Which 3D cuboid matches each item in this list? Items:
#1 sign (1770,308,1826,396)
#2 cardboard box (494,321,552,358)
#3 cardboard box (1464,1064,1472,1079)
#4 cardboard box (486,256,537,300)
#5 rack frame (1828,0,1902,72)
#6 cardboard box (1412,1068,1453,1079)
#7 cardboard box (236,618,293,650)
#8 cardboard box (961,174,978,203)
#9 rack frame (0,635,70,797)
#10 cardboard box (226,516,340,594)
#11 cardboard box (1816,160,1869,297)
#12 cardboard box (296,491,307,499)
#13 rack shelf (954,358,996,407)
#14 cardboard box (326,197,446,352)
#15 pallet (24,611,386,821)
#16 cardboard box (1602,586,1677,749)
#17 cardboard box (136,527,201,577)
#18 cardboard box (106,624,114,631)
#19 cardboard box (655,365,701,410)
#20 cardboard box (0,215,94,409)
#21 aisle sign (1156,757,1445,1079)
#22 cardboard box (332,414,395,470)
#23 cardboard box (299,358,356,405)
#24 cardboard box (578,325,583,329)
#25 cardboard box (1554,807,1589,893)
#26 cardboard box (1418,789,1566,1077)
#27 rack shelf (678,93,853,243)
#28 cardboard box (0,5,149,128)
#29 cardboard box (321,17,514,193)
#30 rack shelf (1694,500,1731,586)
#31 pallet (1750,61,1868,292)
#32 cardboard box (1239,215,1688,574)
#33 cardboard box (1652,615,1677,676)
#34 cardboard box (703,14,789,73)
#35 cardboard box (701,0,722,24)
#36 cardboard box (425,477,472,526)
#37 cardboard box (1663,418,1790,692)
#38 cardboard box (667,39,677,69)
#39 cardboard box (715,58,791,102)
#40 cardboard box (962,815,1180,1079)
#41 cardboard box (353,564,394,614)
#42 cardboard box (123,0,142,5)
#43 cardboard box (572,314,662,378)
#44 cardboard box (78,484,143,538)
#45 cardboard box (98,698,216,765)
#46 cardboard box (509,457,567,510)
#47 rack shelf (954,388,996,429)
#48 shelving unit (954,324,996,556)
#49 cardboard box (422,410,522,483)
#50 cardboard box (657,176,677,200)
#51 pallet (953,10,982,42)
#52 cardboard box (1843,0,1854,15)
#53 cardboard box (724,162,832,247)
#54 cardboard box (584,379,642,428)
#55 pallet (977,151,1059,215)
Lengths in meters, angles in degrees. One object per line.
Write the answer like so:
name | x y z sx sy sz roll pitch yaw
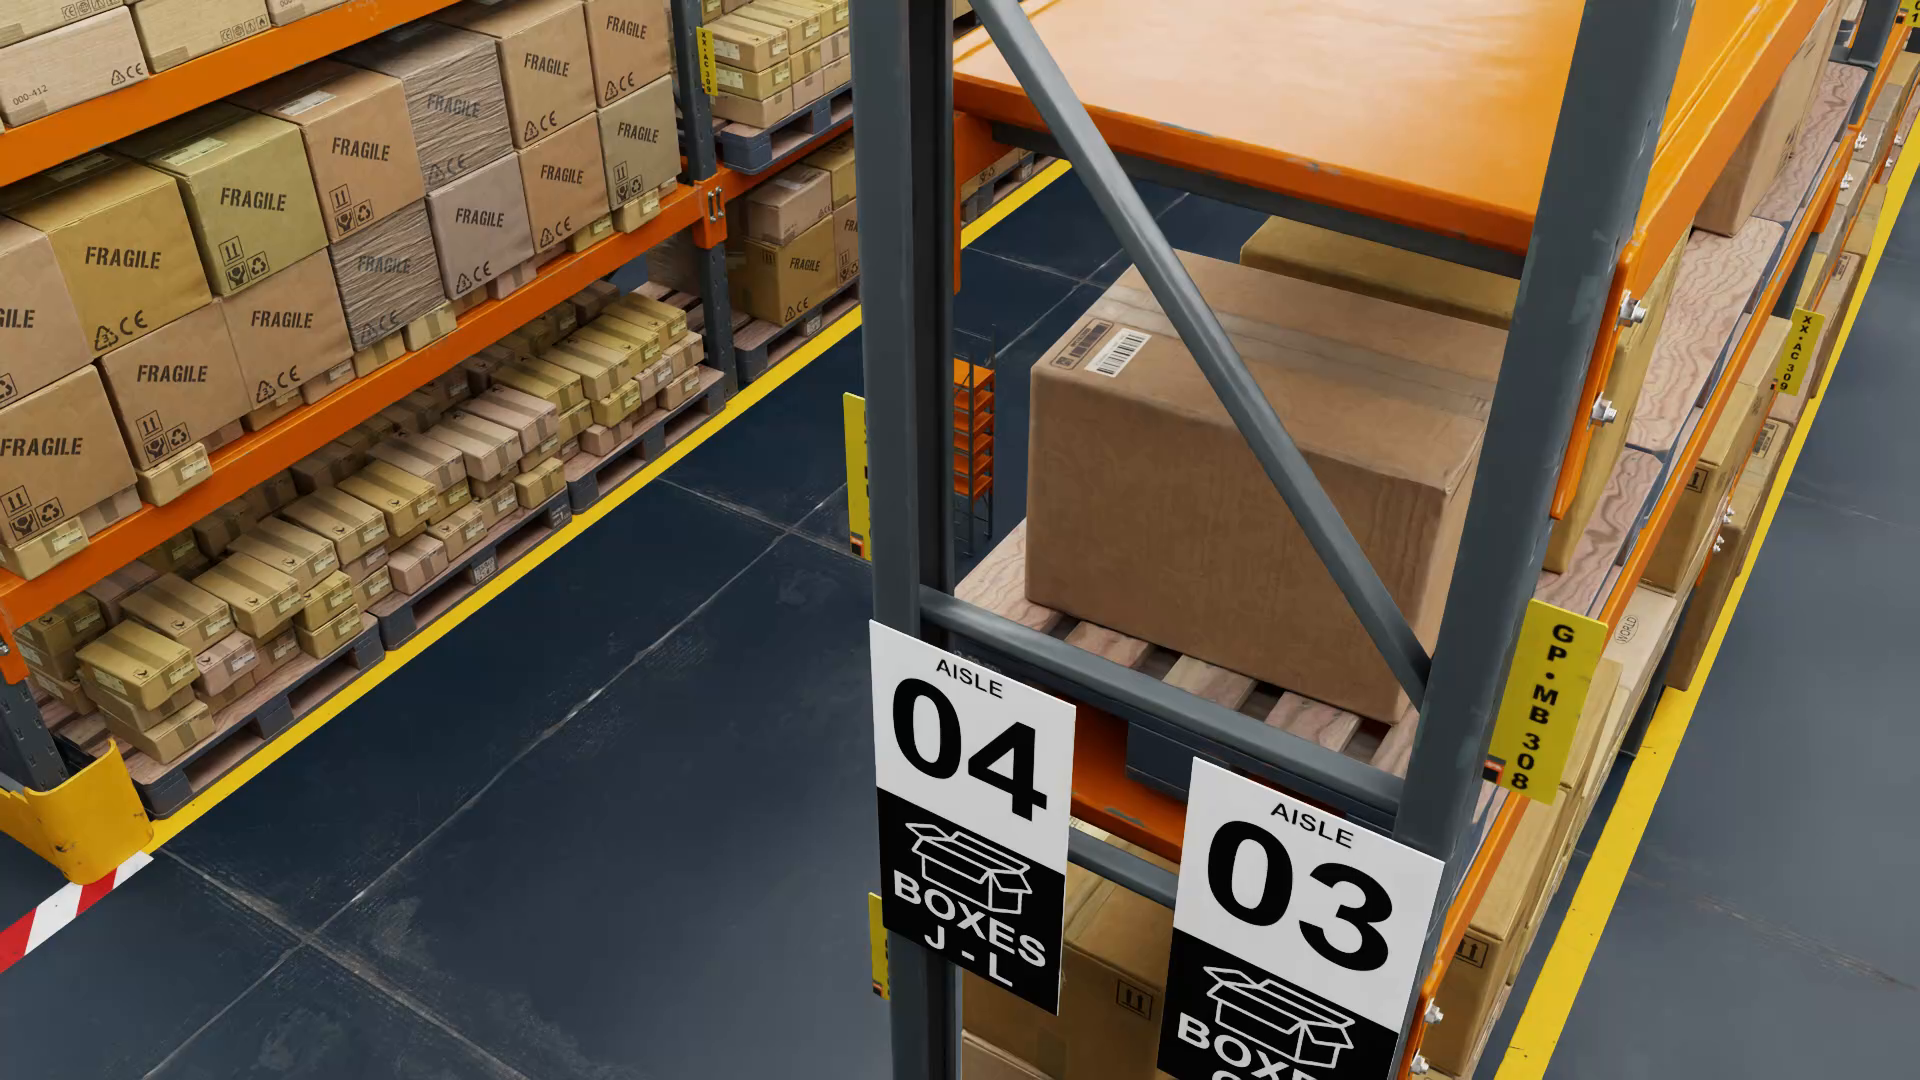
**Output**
sign | 2.920 -0.654 5.808 0.100 0.325 0.005 21 42 25
cardboard box | -2.335 -1.029 8.572 0.380 0.149 0.250 21 42 25
cardboard box | 1.049 1.361 4.173 0.380 0.149 0.250 20 42 24
cardboard box | -2.158 -1.251 7.561 0.380 0.149 0.250 19 42 23
rack frame | 2.450 -2.837 4.499 1.000 3.000 0.127 21 42 25
cardboard box | 0.793 1.384 3.817 0.500 0.250 0.500 20 42 24
cardboard box | -3.078 0.308 7.081 0.380 0.149 0.250 22 43 26
cardboard box | -0.223 -2.405 10.556 0.500 0.500 0.500 19 42 23
rack frame | -3.826 -0.073 5.828 1.000 3.000 0.127 21 42 25
cardboard box | -2.907 0.070 7.145 0.380 0.149 0.250 19 42 23
cardboard box | 3.717 -1.441 7.520 0.500 0.500 0.500 22 43 26
cardboard box | -3.088 -0.260 7.817 0.380 0.149 0.250 23 43 27
rack shelf | 0.008 -0.733 7.640 0.258 0.103 0.180 21 42 25
cardboard box | -2.546 -1.169 6.924 0.500 0.500 0.500 20 42 24
pallet | -3.321 0.585 7.258 1.003 0.211 1.213 21 42 25
cardboard box | 1.887 0.325 5.190 0.500 0.250 0.500 22 43 26
cardboard box | -3.542 0.012 7.221 0.380 0.149 0.250 20 42 24
cardboard box | -3.599 0.289 7.105 0.380 0.149 0.250 20 42 24
cardboard box | -1.606 -0.859 8.838 0.380 0.149 0.250 22 43 26
cardboard box | -3.362 -0.771 5.589 0.500 0.500 0.500 21 42 25
aisle sign | 0.522 0.707 2.687 0.394 0.787 0.004 21 42 25
cardboard box | -2.902 -0.501 7.887 0.380 0.149 0.250 21 42 25
cardboard box | -2.740 -0.728 6.883 0.380 0.149 0.250 20 42 24
cardboard box | -2.148 -1.208 9.048 0.380 0.149 0.250 23 43 27
cardboard box | 1.599 0.832 4.859 0.380 0.149 0.250 20 42 24
cardboard box | 1.060 0.829 3.923 0.500 0.500 0.500 20 42 24
rack shelf | -0.612 -2.882 10.060 1.077 0.370 4.000 21 42 25
cardboard box | -3.084 -1.620 5.500 0.500 0.250 0.500 23 43 26
cardboard box | -2.266 -1.831 6.963 0.500 0.500 0.500 22 43 26
rack shelf | 1.379 0.855 5.213 1.077 0.370 4.000 21 42 25
pallet | 2.003 -1.195 4.899 1.003 0.211 1.213 21 42 25
cardboard box | 0.944 -0.369 3.246 0.700 0.500 0.500 20 42 24
cardboard box | 2.150 0.300 5.549 0.380 0.149 0.250 22 43 26
cardboard box | -1.084 -2.491 8.338 0.380 0.149 0.250 23 43 27
cardboard box | -1.490 -2.848 8.801 0.380 0.149 0.250 20 42 24
cardboard box | -2.524 -0.246 7.800 0.380 0.149 0.250 23 43 27
cardboard box | 2.776 -0.122 7.288 1.225 0.875 0.875 21 42 25
cardboard box | -1.637 -2.590 8.710 0.380 0.149 0.250 23 43 26
cardboard box | -1.084 -2.373 8.429 0.380 0.149 0.250 22 43 26
cardboard box | 0.347 0.909 3.819 0.500 0.500 0.500 22 43 26
cardboard box | -2.792 0.173 7.499 0.380 0.149 0.250 21 42 25
cardboard box | -2.812 -2.067 5.671 0.500 0.250 0.500 22 43 26
cardboard box | -1.758 -0.995 8.527 0.380 0.149 0.250 22 43 26
cardboard box | -3.275 -0.178 6.170 0.380 0.149 0.250 23 43 27
cardboard box | -3.276 0.724 6.785 0.380 0.149 0.250 22 43 26
cardboard box | -2.160 -0.326 8.146 0.380 0.149 0.250 21 42 25
rack shelf | 0.008 -0.638 7.713 0.258 0.103 0.180 21 42 25
shelving unit | 0.008 -0.483 7.833 0.258 1.200 0.189 21 42 25
cardboard box | -2.291 -0.443 7.812 0.380 0.149 0.250 20 42 24
cardboard box | -1.639 -1.812 8.289 0.380 0.149 0.250 21 42 25
pallet | -0.566 -3.088 9.895 1.003 0.211 1.213 21 42 25
cardboard box | 2.753 -2.157 5.648 0.700 0.500 0.500 22 43 26
cardboard box | -1.065 -1.903 9.291 0.500 0.250 0.500 19 42 23
cardboard box | -1.847 -0.737 8.436 0.380 0.149 0.250 20 42 24
pallet | 0.040 -2.691 11.507 1.003 0.211 1.213 21 42 25
